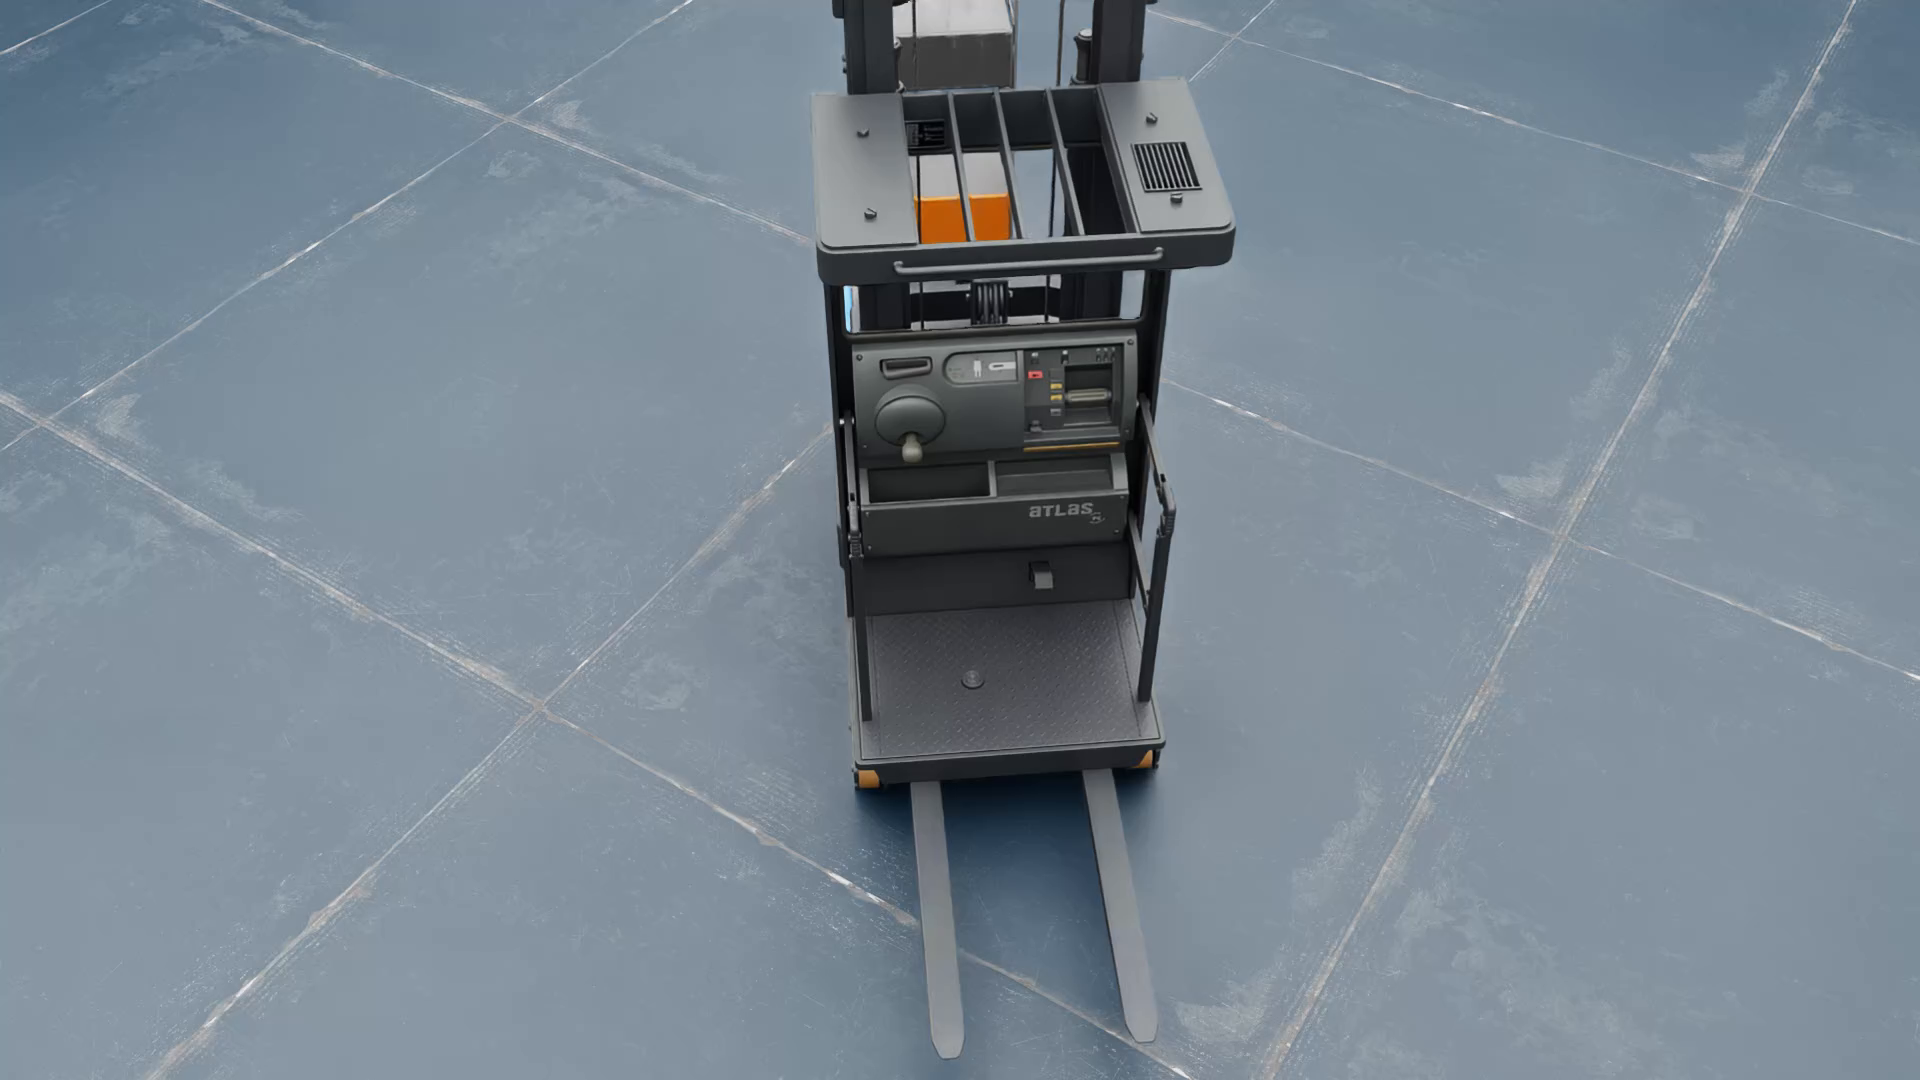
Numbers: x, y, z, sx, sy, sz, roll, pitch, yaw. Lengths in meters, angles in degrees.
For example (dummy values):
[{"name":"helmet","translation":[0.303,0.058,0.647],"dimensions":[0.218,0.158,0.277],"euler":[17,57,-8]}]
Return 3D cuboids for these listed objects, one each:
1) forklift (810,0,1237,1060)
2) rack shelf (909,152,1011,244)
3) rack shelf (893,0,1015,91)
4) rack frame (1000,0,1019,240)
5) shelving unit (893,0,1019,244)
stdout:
[{"name":"forklift","translation":[0.138,-0.373,5.290],"dimensions":[1.130,2.935,3.031],"euler":[-4,46,-4]},{"name":"rack shelf","translation":[-0.058,-1.329,6.818],"dimensions":[0.480,0.518,0.431],"euler":[-4,46,-4]},{"name":"rack shelf","translation":[-0.058,-1.817,6.316],"dimensions":[0.480,0.518,0.431],"euler":[-4,46,-4]},{"name":"rack frame","translation":[0.185,-1.354,6.823],"dimensions":[0.015,2.100,0.400],"euler":[-4,46,-4]},{"name":"shelving unit","translation":[-0.058,-1.338,6.808],"dimensions":[0.503,2.100,0.431],"euler":[-4,46,-4]}]
